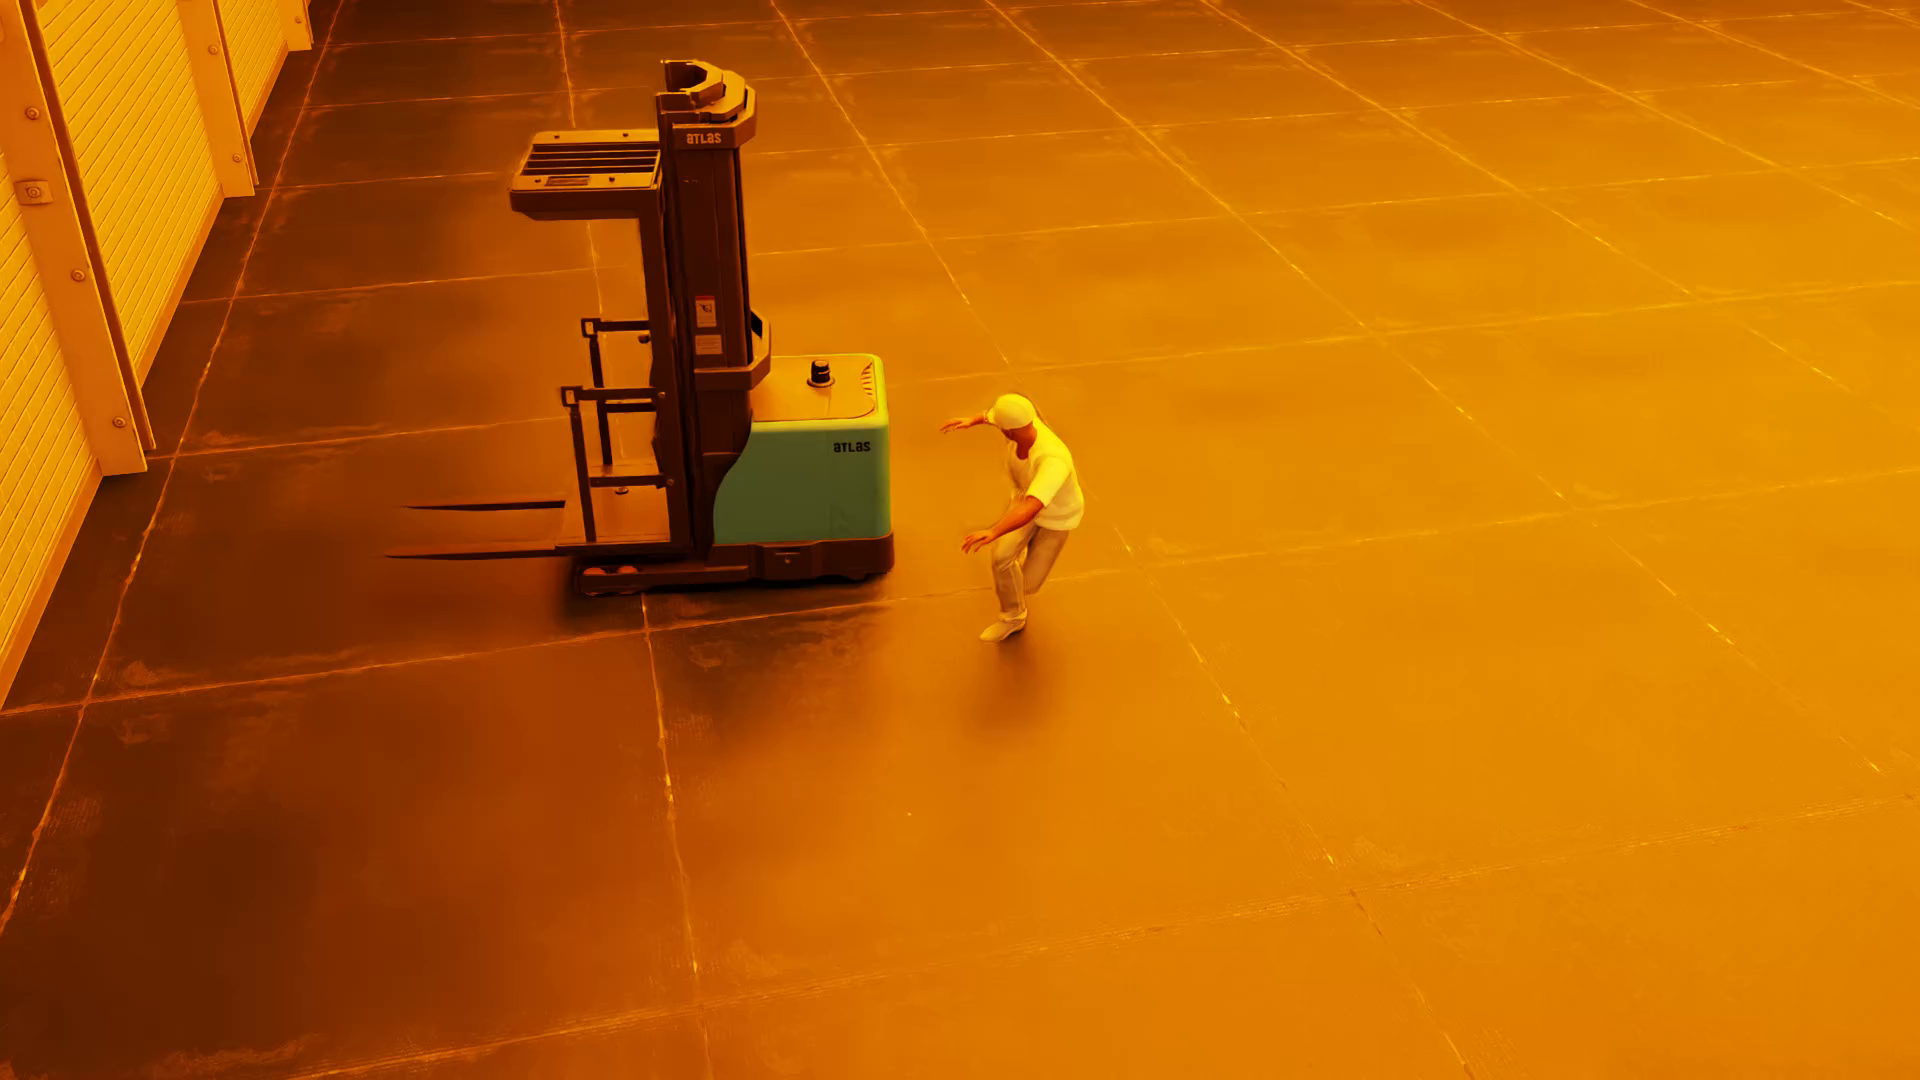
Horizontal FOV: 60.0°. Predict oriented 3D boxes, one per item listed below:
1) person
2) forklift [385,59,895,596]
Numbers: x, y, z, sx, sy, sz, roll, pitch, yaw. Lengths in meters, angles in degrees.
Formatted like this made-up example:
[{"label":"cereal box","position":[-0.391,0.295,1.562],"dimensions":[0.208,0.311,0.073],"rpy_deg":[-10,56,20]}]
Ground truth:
[{"label":"person","position":[0.191,-0.138,9.268],"dimensions":[0.880,1.498,1.139],"rpy_deg":[21,36,32]},{"label":"forklift","position":[-1.943,-1.212,9.668],"dimensions":[3.031,2.935,1.130],"rpy_deg":[-2,30,-4]}]
